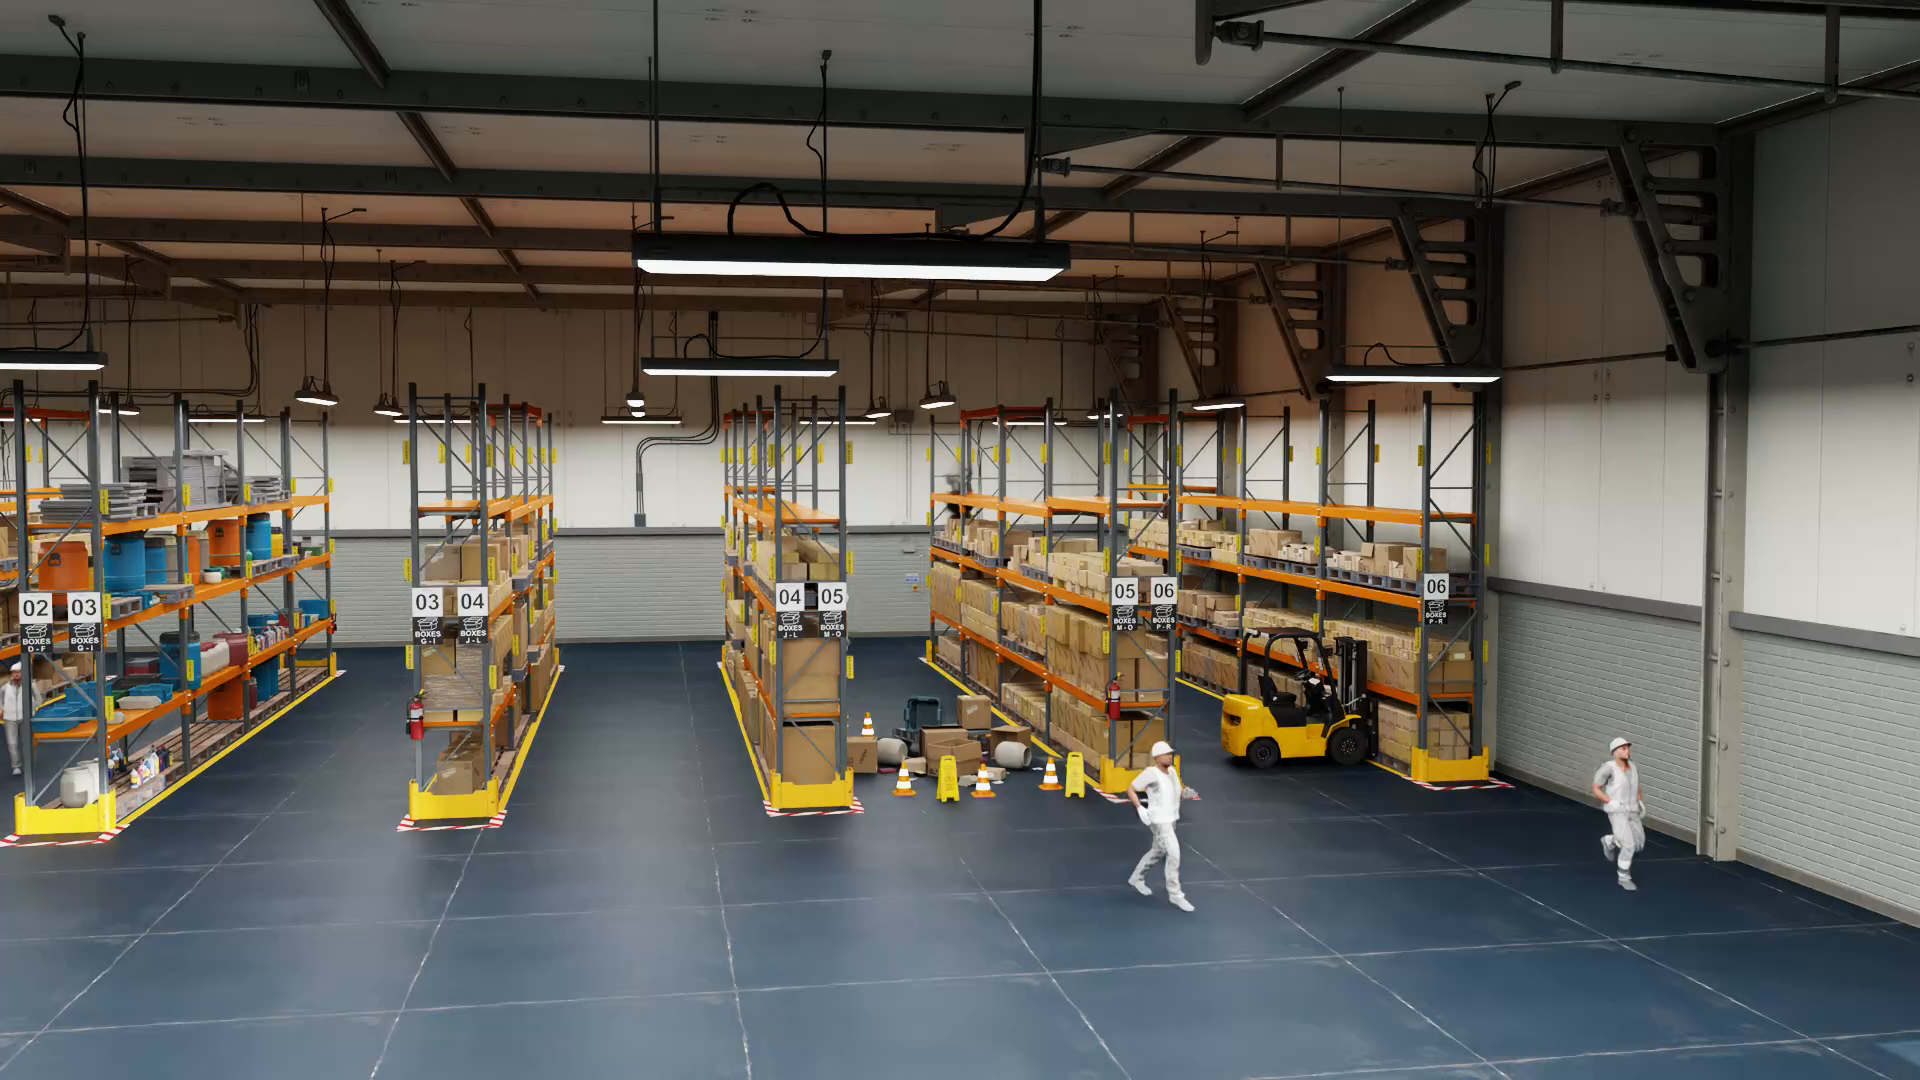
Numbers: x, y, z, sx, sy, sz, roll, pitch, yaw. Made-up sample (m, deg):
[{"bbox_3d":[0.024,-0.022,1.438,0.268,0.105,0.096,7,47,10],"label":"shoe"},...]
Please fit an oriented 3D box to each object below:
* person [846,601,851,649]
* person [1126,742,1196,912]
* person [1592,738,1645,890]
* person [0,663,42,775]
[{"bbox_3d":[-3.158,1.980,42.047,0.981,1.780,0.629,-2,3,-30],"label":"person"},{"bbox_3d":[2.246,3.152,18.514,0.883,1.821,0.674,2,3,32],"label":"person"},{"bbox_3d":[7.682,3.164,19.420,0.676,1.721,0.675,-1,3,-23],"label":"person"},{"bbox_3d":[-14.846,2.808,26.225,0.664,1.729,0.725,-1,3,-22],"label":"person"}]
